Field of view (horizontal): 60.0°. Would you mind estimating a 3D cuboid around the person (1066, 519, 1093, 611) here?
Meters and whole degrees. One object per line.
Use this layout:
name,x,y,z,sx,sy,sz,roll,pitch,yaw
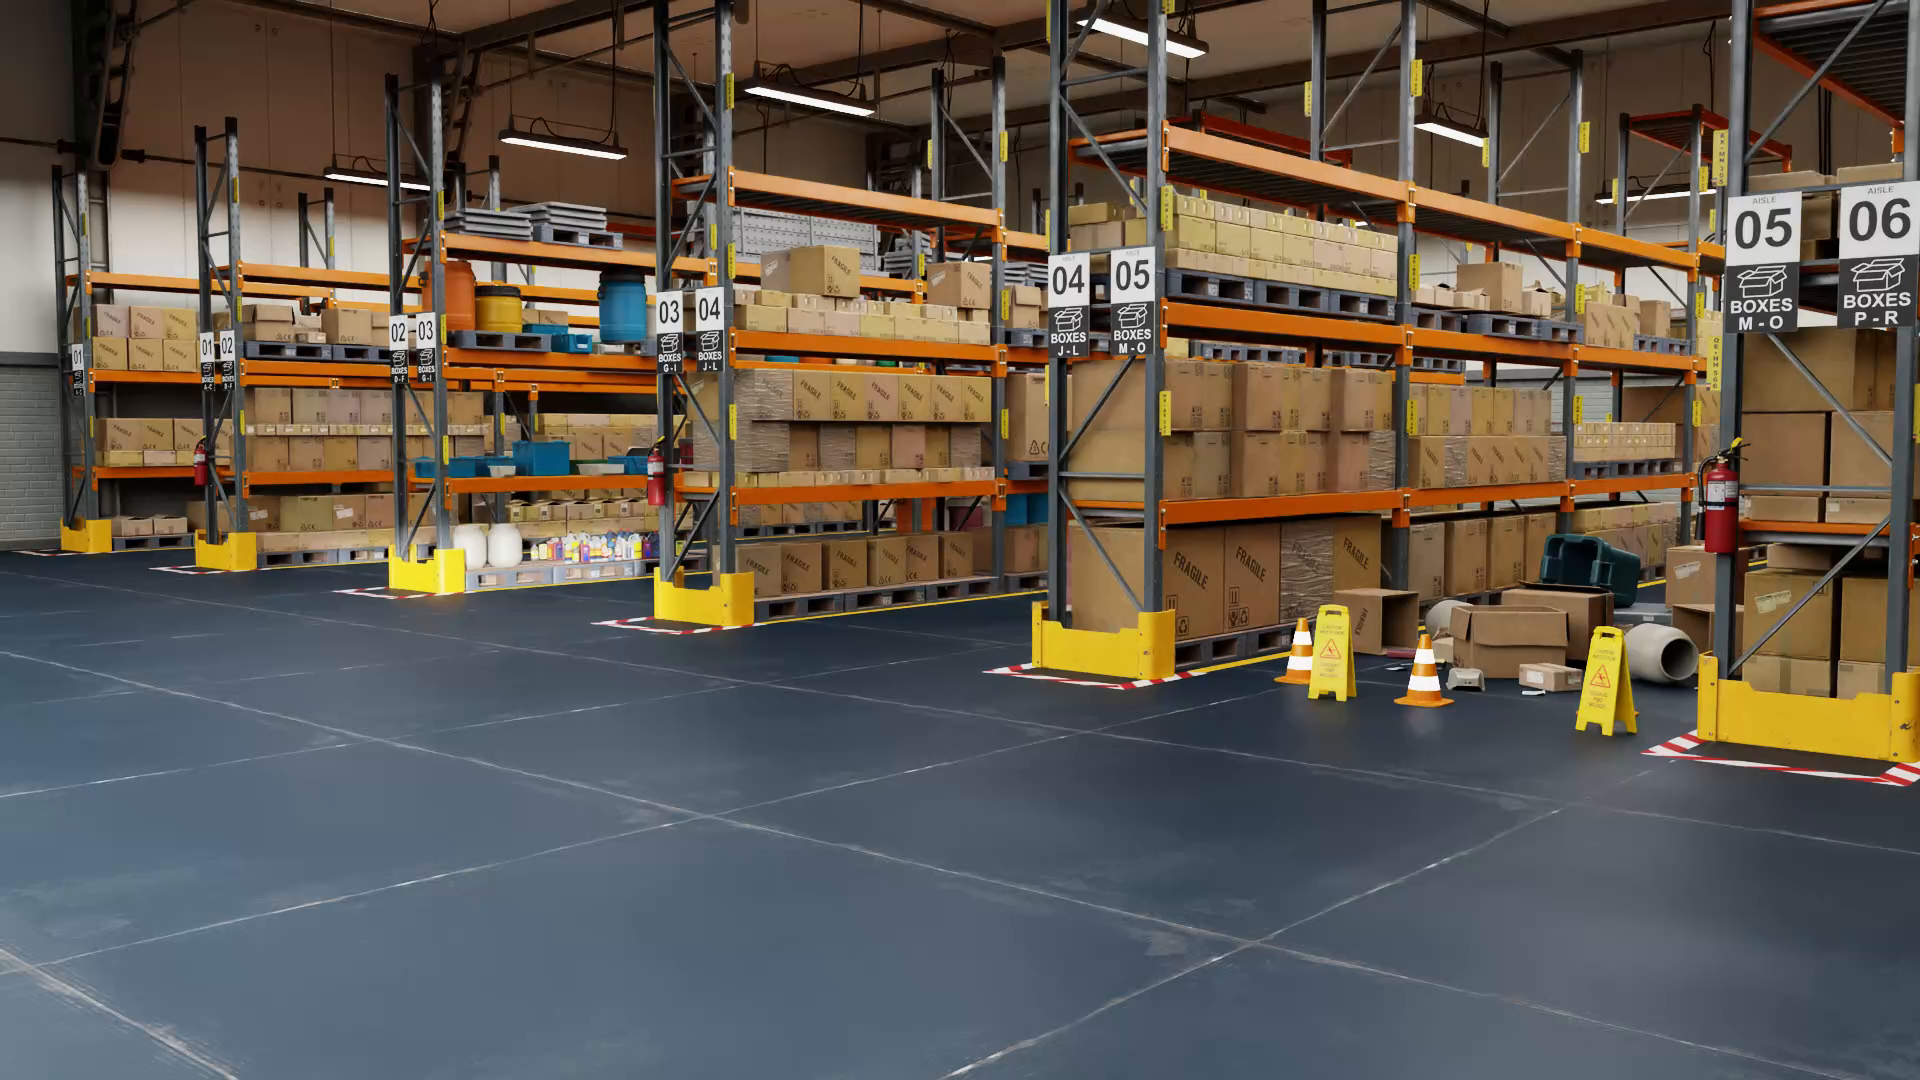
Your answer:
person,1.152,-0.108,16.841,0.402,1.686,0.510,-1,4,-21
